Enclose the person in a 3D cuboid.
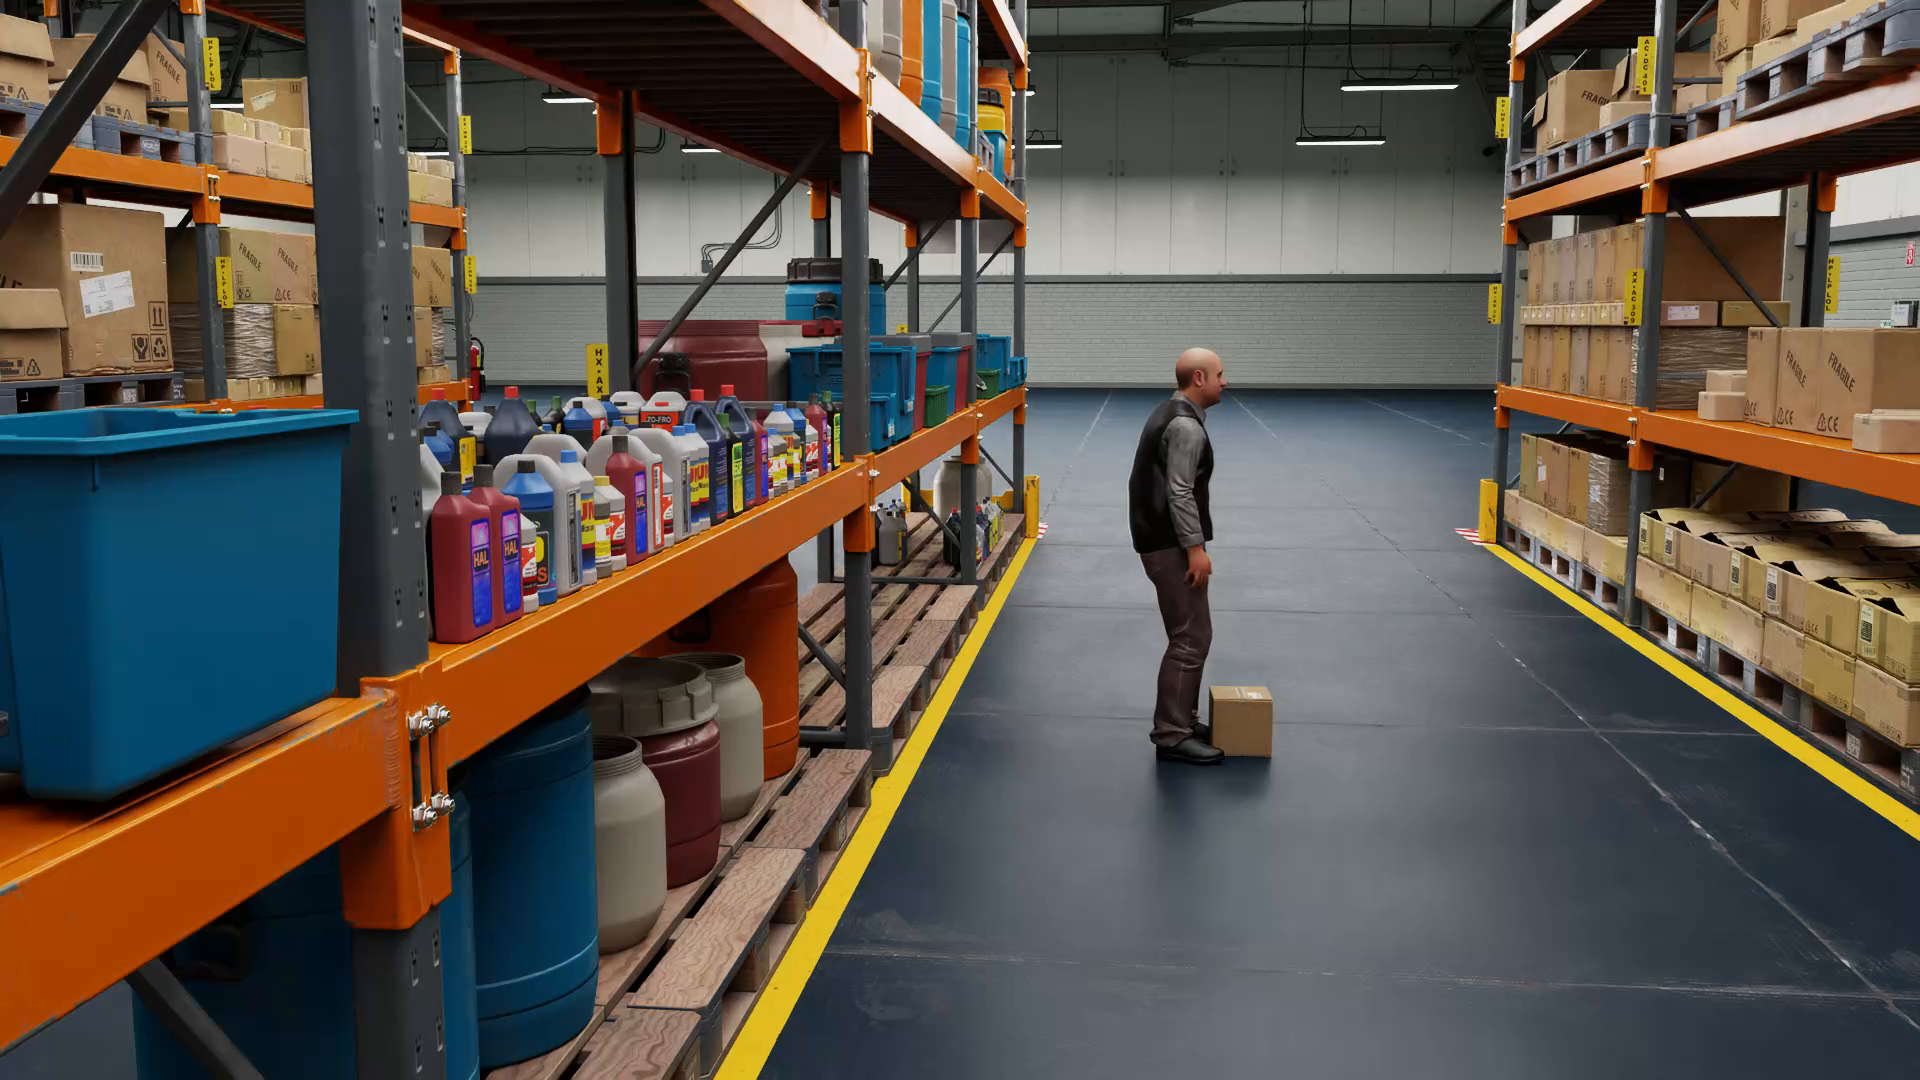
[{"bbox_3d":[0.953,0.046,7.089,0.468,1.722,0.594,0,8,3],"label":"person"}]
